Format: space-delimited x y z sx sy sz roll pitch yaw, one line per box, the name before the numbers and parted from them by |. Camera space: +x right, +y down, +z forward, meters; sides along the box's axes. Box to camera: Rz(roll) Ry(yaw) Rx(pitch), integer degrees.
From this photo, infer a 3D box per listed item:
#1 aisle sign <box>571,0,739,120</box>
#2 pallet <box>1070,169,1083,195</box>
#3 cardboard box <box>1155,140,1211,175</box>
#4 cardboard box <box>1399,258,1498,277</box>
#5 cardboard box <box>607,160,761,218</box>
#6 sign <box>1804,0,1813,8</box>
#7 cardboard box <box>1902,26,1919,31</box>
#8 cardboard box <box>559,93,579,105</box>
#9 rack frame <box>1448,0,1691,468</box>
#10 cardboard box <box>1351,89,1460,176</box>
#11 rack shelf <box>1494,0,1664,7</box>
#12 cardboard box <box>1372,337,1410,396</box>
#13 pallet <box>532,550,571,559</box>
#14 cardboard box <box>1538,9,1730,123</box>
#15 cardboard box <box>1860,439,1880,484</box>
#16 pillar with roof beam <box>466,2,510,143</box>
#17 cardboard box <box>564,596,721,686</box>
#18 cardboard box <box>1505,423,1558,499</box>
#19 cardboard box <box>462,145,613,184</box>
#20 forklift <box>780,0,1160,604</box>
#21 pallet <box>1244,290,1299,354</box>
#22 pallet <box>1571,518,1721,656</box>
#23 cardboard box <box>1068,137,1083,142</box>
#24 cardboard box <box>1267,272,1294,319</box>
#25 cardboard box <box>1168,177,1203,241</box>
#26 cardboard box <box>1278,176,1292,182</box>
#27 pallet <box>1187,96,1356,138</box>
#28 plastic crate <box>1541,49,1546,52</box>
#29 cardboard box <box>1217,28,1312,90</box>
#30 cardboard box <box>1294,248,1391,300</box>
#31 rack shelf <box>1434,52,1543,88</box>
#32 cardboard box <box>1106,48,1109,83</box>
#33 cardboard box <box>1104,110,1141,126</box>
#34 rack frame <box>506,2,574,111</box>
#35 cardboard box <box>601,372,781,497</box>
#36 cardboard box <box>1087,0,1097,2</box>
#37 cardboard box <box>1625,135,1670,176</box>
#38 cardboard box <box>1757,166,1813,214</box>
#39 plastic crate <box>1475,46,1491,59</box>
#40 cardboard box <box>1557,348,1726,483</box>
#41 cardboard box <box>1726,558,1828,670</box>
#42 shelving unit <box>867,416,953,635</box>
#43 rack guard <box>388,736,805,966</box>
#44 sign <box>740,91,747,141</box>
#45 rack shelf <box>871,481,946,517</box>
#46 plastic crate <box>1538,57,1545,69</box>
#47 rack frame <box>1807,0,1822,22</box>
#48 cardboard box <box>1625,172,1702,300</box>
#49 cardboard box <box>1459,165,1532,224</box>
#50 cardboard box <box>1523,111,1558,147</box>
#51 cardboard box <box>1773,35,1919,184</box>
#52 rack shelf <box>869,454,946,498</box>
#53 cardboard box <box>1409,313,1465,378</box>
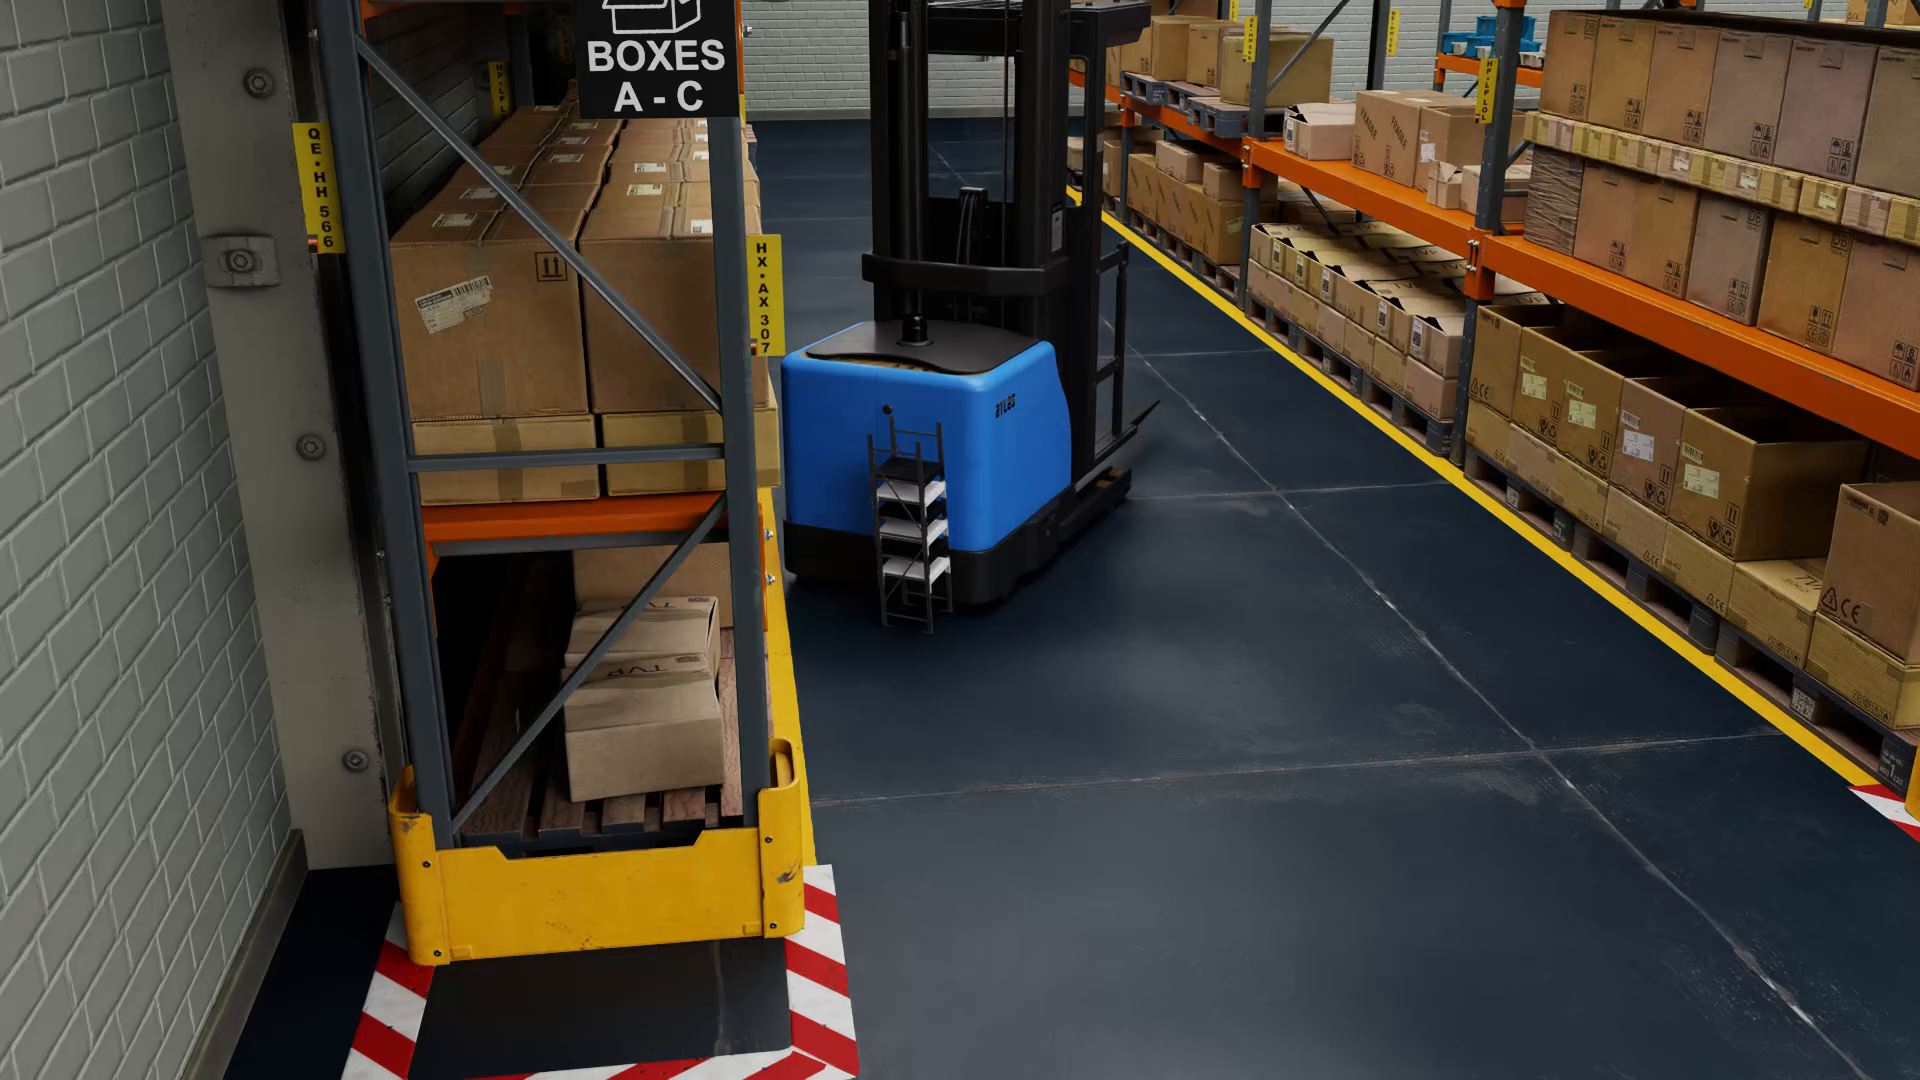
aisle sign | -0.751 -1.425 4.028 0.394 0.787 0.004 -3 21 -8
pallet | 1.836 -3.977 18.564 1.003 0.211 1.213 -3 21 -8
cardboard box | 2.086 -3.483 15.127 0.500 0.250 0.500 -3 21 -8
cardboard box | 3.231 -1.712 11.041 0.500 0.311 0.500 -2 21 -6
cardboard box | -0.959 -1.038 5.823 0.500 0.500 0.500 -4 21 -10
sign | 10.790 -6.923 21.114 0.100 0.325 0.005 -3 21 -8
cardboard box | 11.373 -5.861 19.411 0.500 0.250 0.500 -3 21 -9
cardboard box | -1.674 -2.033 8.599 0.700 0.500 0.500 -3 21 -8
rack frame | 3.267 -1.853 8.890 1.000 3.000 0.127 -3 21 -8
cardboard box | 2.948 -2.704 11.027 0.500 0.500 0.500 -4 21 -11
rack shelf | 2.978 -3.613 10.345 1.077 0.370 4.000 -3 21 -8
cardboard box | 2.849 -1.066 10.112 0.500 0.250 0.500 -3 21 -9
pallet | -1.503 -0.065 8.088 1.003 0.211 1.213 -3 21 -8
cardboard box | 3.337 -2.354 8.235 0.700 0.500 0.500 -3 21 -7
cardboard box | 3.827 -0.270 6.910 0.500 0.500 0.500 -3 21 -8
pillar with roof beam | 1.380 -5.520 10.135 9.100 9.000 0.400 -3 21 -8
cardboard box | -1.151 0.395 6.085 0.500 0.311 0.500 -1 21 -3
cardboard box | 3.100 -0.412 8.362 0.500 0.250 0.500 -3 21 -8
cardboard box | -1.551 -1.188 6.223 0.500 0.500 0.500 -3 21 -7
forklift | 0.257 -1.572 8.237 1.130 2.935 3.031 9 22 23
pallet | 2.770 -1.644 12.317 1.003 0.211 1.213 -3 21 -8
pallet | 3.519 0.154 7.501 1.003 0.211 1.213 -3 21 -8
cardboard box | 1.407 -4.550 19.412 0.500 0.250 0.500 -3 21 -8
cardboard box | 2.548 -1.776 12.015 0.500 0.250 0.500 -3 21 -9
cardboard box | 2.167 -2.945 14.759 0.500 0.500 0.500 -4 21 -10
cardboard box | 2.678 -2.980 14.852 0.500 0.500 0.500 -4 21 -10
pallet | 2.523 -3.379 13.250 1.213 0.211 1.003 -3 21 -8
plastic crate | 6.888 -5.590 19.186 0.298 0.136 0.250 -3 21 -8
cardboard box | 2.545 -4.020 13.949 0.700 0.500 0.500 1 20 2
cardboard box | 2.630 -1.855 11.423 0.500 0.311 0.500 -3 21 -9
rack shelf | 6.727 -5.227 18.951 1.077 0.370 4.000 -3 21 -8
cardboard box | 1.712 -5.008 17.195 0.500 0.500 0.500 -2 21 -6
cardboard box | 1.859 -4.867 19.904 0.500 0.500 0.500 -3 21 -8
rack frame | -1.635 -1.602 8.217 1.000 3.000 0.127 -3 21 -8
cardboard box | -0.814 -0.341 5.027 0.500 0.250 0.500 -4 21 -9
cardboard box | 1.635 -5.652 17.489 0.500 0.500 0.500 -3 21 -7
cardboard box | 3.262 -1.747 7.537 0.380 0.149 0.250 -4 21 -10
cardboard box | 3.411 -1.390 6.579 0.380 0.149 0.250 -2 21 -6
plastic crate | 6.211 -5.709 19.504 0.250 0.136 0.298 -3 21 -8
cardboard box | 3.168 -0.590 7.767 0.500 0.500 0.500 -3 21 -8
cardboard box | 3.390 0.280 6.509 0.500 0.250 0.500 -3 21 -8
shelving unit | -0.207 -0.058 7.058 0.258 0.900 0.210 9 29 23
rack guard | -1.069 0.928 5.017 1.175 0.500 0.348 -3 21 -8
sign | -1.099 -2.037 8.146 0.100 0.325 0.005 -3 21 -8
rack shelf | -0.214 -0.189 6.992 0.258 0.077 0.200 9 29 23
plastic crate | 6.588 -5.144 18.010 0.437 0.125 0.590 -3 21 -8
rack frame | 11.340 -6.506 21.348 1.000 3.000 0.127 -3 21 -8
cardboard box | 3.488 -1.390 7.508 0.700 0.500 0.500 -3 21 -7
cardboard box | 3.152 -1.951 9.367 0.500 0.250 0.500 -2 21 -4
cardboard box | 3.114 -2.101 8.484 0.380 0.149 0.250 -3 21 -8
cardboard box | 3.626 -1.659 6.375 0.700 0.500 0.500 -3 21 -8
rack shelf | -0.218 -0.269 6.952 0.258 0.077 0.200 9 29 23
cardboard box | 2.924 -1.150 9.536 0.500 0.311 0.500 -3 21 -8
